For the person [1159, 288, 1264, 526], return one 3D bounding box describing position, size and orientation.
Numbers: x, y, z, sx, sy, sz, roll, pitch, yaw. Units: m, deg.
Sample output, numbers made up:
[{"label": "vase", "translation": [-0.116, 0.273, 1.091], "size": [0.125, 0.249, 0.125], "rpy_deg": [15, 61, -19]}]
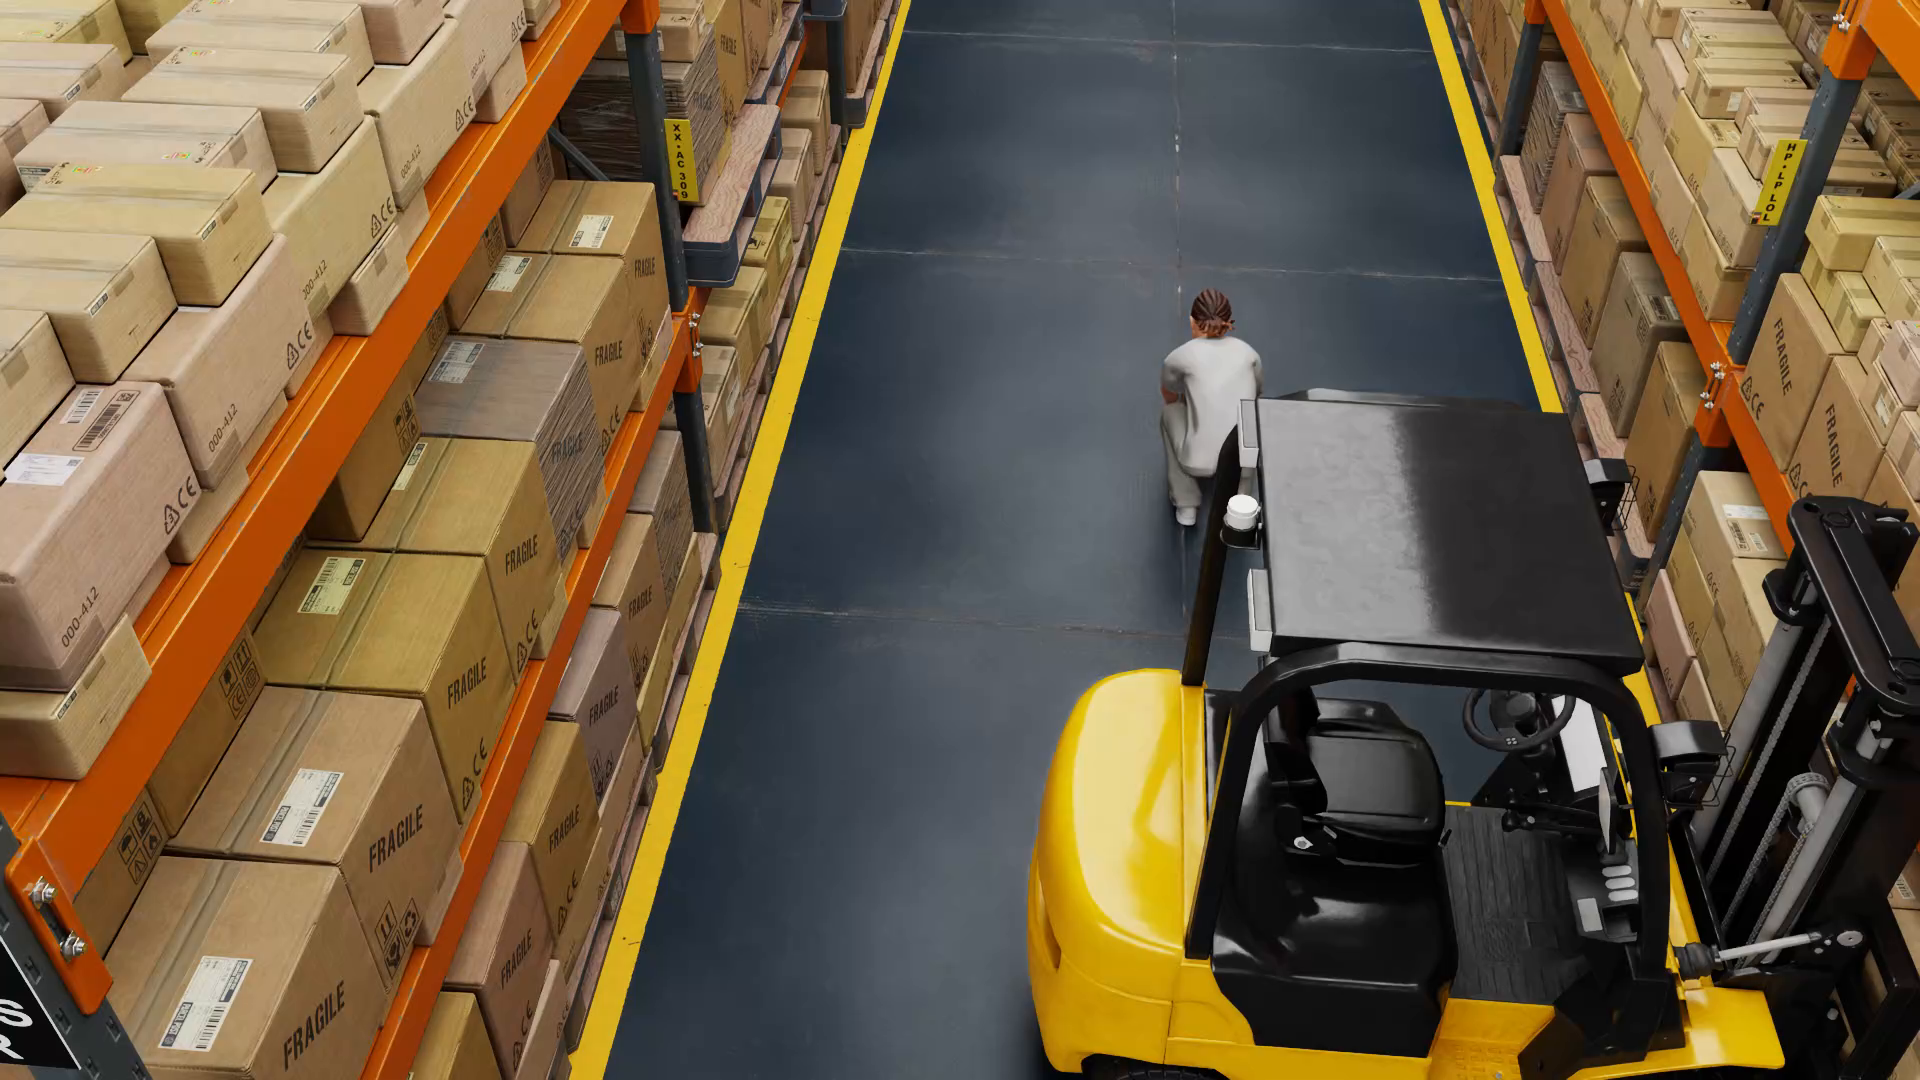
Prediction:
[{"label": "person", "translation": [1.133, -0.585, 7.430], "size": [0.490, 0.932, 0.805], "rpy_deg": [3, 40, 4]}]
